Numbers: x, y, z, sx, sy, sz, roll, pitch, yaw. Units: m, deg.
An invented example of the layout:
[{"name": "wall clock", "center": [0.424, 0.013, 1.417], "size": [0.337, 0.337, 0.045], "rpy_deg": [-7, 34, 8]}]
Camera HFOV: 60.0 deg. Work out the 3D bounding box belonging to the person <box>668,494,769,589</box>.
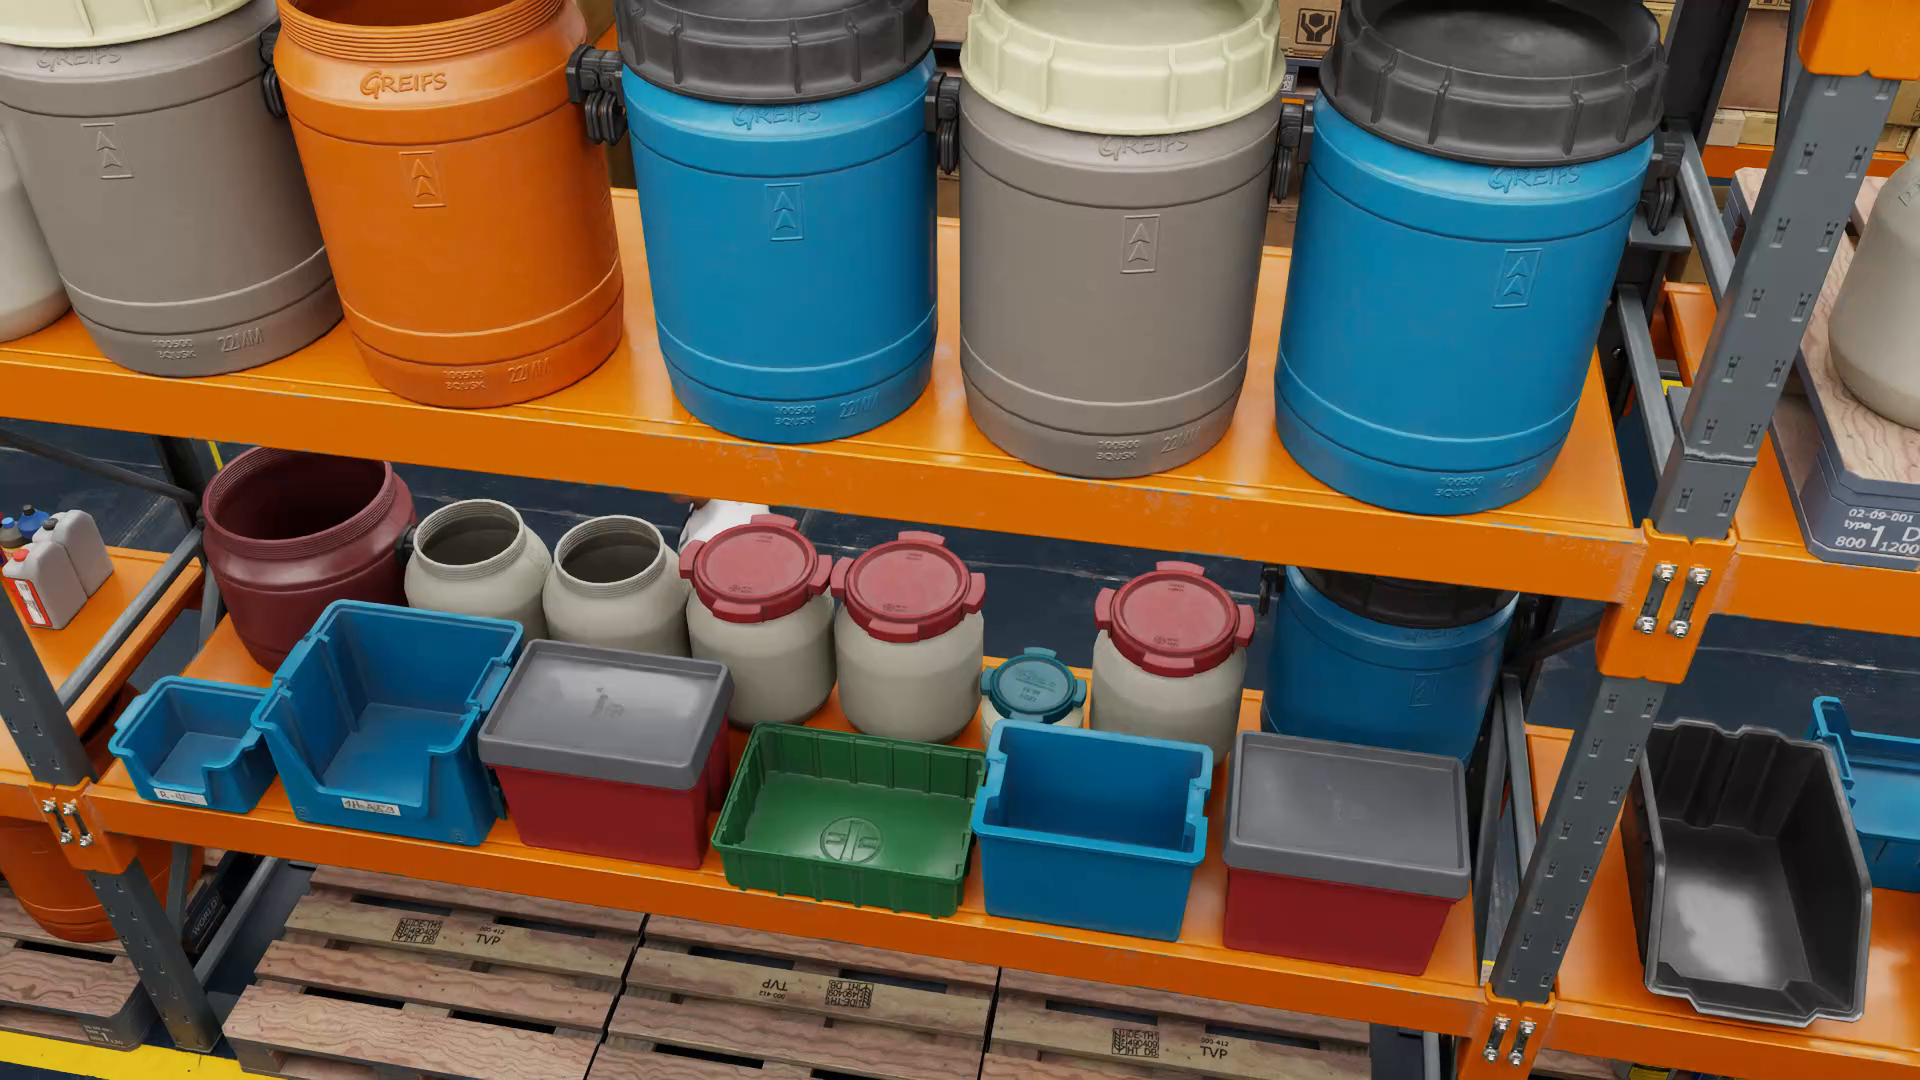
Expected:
[{"name": "person", "center": [-0.803, 0.347, 5.756], "size": [0.429, 1.772, 0.648], "rpy_deg": [4, 40, 5]}]
